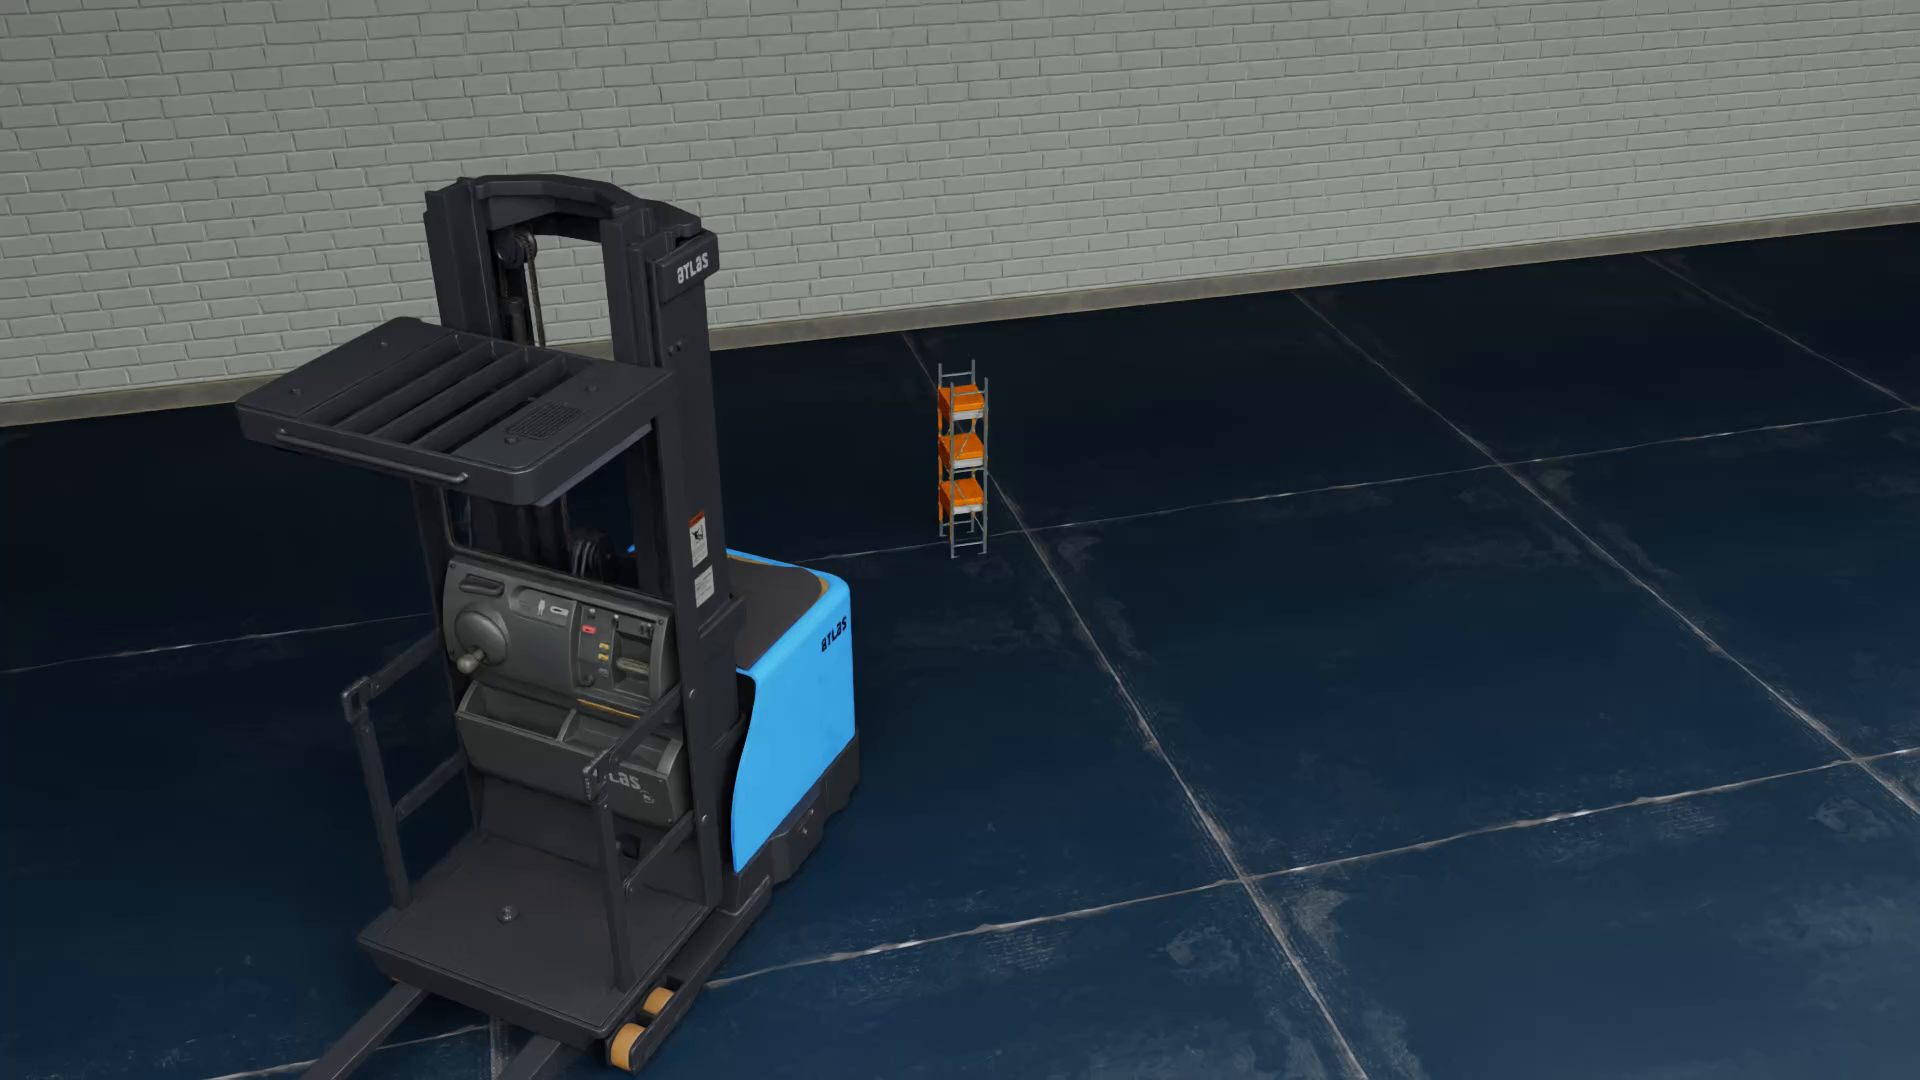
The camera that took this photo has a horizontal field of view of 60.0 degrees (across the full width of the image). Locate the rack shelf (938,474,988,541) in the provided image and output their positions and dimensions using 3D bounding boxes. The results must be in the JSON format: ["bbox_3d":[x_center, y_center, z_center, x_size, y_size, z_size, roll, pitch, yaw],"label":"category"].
[{"bbox_3d":[0.014,-0.179,9.087,0.215,0.259,0.240,-8,31,-13],"label":"rack shelf"}]

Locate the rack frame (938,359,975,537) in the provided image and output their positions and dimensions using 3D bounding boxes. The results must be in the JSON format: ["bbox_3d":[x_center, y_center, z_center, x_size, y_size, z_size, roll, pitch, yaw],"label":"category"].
[{"bbox_3d":[-0.018,-0.487,9.044,0.200,1.050,0.008,-8,31,-13],"label":"rack frame"}]

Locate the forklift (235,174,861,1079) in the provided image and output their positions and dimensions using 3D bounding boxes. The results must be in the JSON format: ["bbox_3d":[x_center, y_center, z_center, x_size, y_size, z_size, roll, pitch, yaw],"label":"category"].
[{"bbox_3d":[-1.510,0.385,5.658,1.130,2.935,3.031,13,32,21],"label":"forklift"}]

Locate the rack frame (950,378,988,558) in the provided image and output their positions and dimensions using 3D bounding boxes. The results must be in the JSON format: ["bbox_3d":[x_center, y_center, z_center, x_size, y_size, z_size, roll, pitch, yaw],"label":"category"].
[{"bbox_3d":[0.047,-0.370,8.841,0.200,1.050,0.008,-8,31,-13],"label":"rack frame"}]

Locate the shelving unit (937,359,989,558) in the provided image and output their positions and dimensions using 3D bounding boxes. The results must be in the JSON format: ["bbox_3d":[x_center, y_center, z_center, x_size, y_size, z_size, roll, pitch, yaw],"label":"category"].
[{"bbox_3d":[0.014,-0.429,8.942,0.215,1.050,0.252,-8,31,-13],"label":"shelving unit"}]

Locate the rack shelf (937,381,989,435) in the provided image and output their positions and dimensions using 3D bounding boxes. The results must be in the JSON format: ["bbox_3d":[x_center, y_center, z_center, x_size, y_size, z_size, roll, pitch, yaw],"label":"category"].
[{"bbox_3d":[0.014,-0.665,8.805,0.215,0.259,0.240,-8,31,-13],"label":"rack shelf"}]

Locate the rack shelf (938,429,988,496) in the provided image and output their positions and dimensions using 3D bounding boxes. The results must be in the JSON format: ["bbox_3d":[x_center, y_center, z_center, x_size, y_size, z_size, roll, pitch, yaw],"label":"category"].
[{"bbox_3d":[0.014,-0.419,8.948,0.215,0.259,0.240,-8,31,-13],"label":"rack shelf"}]
